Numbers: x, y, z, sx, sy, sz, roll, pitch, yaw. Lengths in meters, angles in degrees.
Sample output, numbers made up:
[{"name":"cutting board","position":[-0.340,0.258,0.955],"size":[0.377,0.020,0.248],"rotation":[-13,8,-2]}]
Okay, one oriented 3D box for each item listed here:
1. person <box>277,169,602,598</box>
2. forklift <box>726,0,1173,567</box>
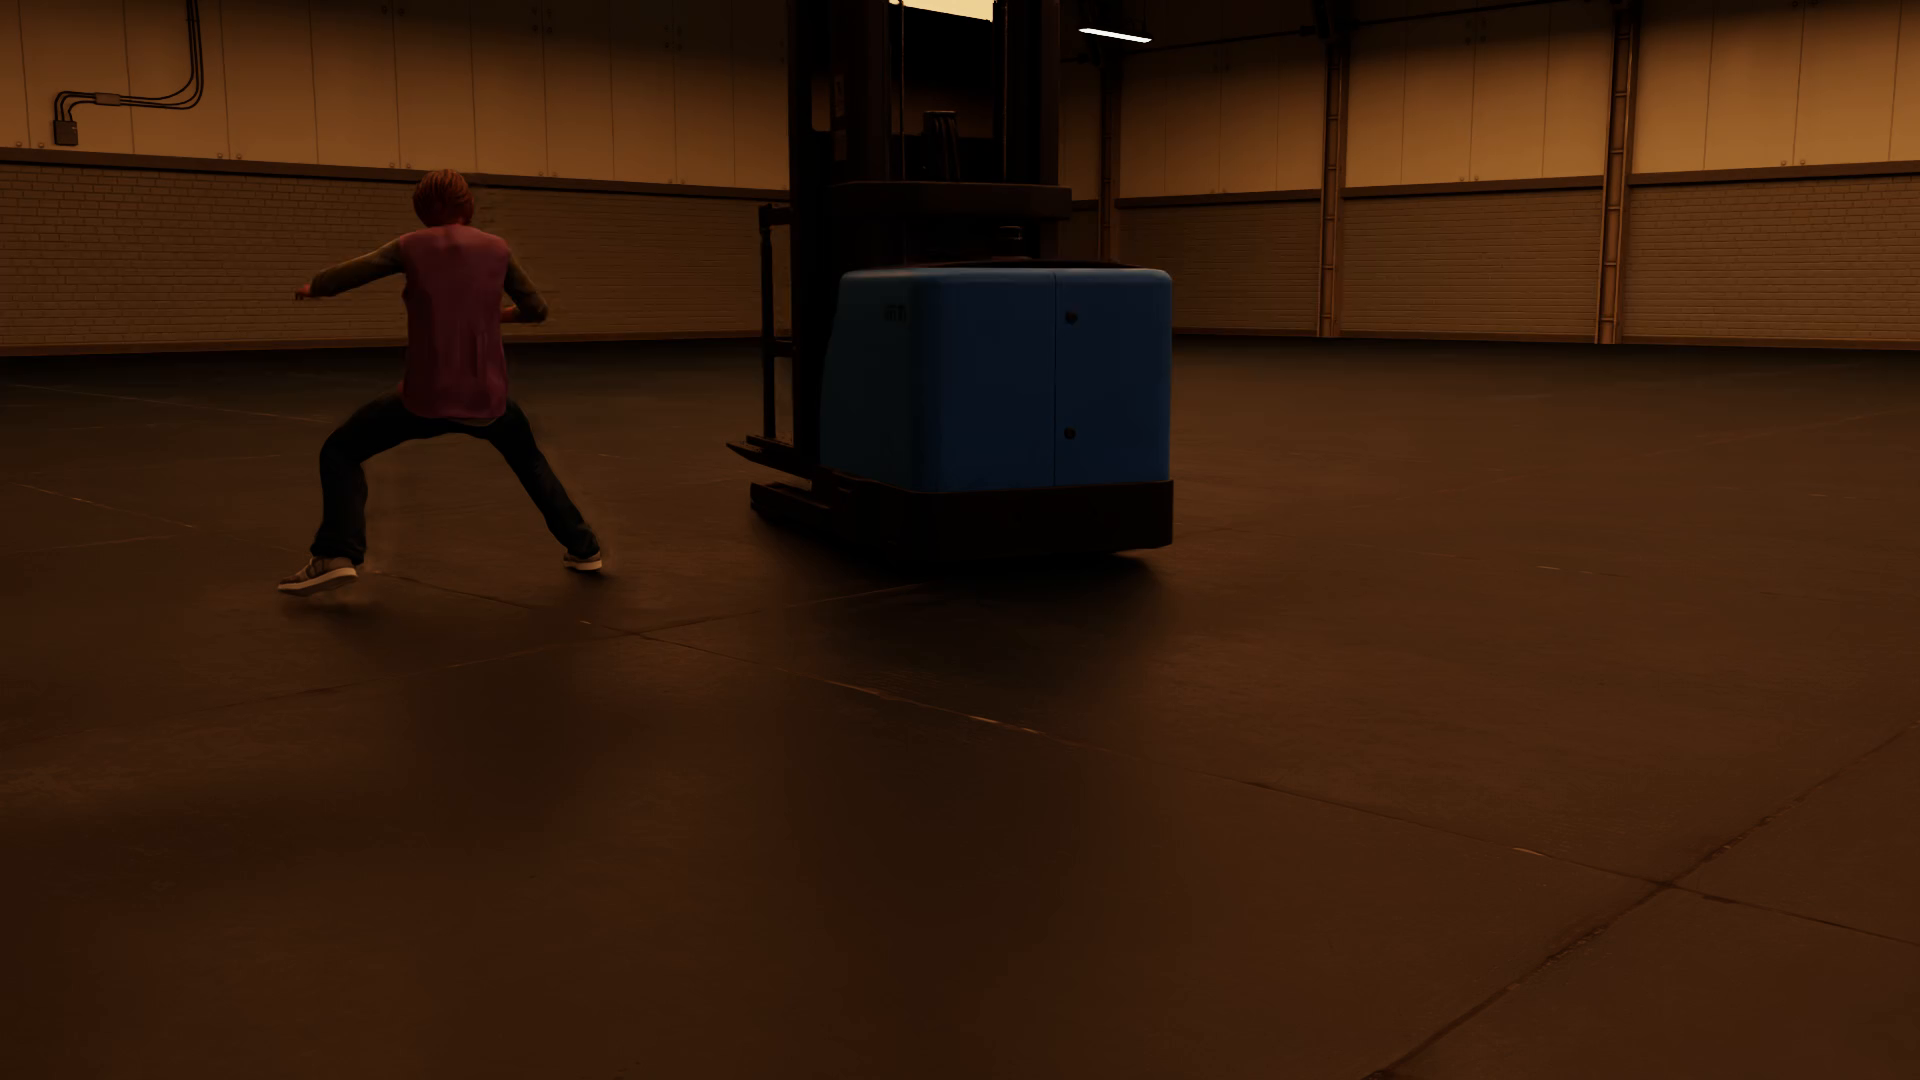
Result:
[{"name":"person","position":[-1.744,-0.519,5.562],"size":[1.088,1.371,0.610],"rotation":[-4,9,-25]},{"name":"forklift","position":[-0.273,-1.534,7.062],"size":[1.130,2.935,3.031],"rotation":[-4,9,-23]}]
